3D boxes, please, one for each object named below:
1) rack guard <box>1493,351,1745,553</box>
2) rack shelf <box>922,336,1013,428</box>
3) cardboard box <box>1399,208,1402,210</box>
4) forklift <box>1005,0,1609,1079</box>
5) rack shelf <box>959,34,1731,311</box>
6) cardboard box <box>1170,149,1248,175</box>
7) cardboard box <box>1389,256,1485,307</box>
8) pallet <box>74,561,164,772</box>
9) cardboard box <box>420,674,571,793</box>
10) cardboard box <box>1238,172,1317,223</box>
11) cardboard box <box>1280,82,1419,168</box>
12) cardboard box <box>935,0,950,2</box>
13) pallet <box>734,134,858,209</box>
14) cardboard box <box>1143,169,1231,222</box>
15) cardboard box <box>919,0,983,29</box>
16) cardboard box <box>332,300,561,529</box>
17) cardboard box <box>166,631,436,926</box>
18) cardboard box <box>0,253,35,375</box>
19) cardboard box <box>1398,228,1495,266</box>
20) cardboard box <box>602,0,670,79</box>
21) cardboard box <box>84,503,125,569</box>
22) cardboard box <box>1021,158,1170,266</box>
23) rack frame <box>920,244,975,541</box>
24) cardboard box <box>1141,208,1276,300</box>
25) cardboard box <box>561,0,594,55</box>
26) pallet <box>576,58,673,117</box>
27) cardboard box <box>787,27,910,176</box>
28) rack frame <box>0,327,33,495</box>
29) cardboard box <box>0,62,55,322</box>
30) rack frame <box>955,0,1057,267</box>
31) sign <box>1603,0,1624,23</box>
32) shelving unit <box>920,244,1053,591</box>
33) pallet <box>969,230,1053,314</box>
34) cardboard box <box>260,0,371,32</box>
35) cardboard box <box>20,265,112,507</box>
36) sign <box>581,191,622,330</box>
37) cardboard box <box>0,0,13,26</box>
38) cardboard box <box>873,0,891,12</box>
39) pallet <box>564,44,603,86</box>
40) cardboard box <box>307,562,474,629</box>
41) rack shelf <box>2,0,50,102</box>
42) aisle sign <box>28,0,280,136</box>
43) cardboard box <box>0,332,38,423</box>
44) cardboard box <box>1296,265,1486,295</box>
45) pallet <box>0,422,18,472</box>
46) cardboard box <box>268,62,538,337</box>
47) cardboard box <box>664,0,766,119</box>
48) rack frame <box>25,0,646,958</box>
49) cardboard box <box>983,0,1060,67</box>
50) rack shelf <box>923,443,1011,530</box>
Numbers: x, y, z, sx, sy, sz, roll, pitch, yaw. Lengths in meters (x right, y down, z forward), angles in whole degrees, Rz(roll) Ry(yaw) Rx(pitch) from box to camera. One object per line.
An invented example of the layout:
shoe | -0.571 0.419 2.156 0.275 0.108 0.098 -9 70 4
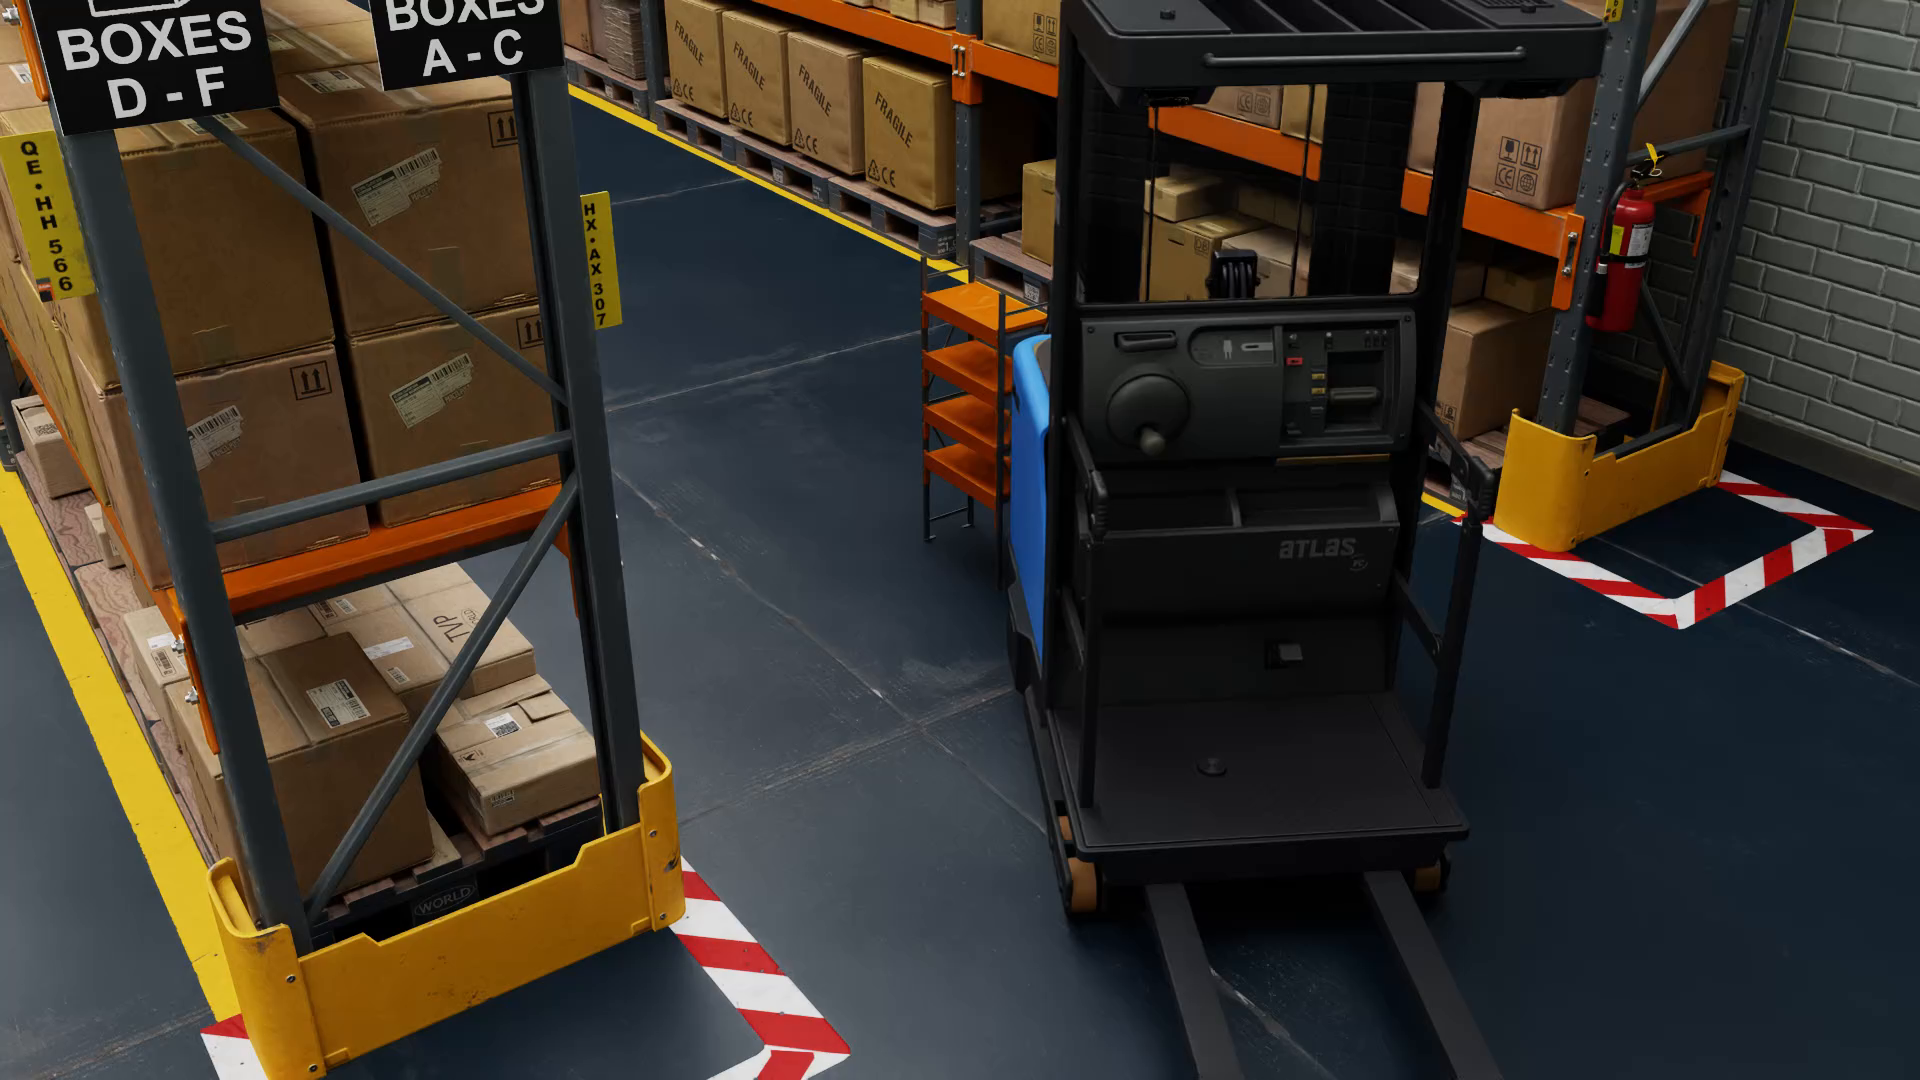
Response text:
rack guard | 2.752 -0.384 6.934 1.175 0.500 0.348 -19 34 -31
rack shelf | 0.096 -0.600 6.271 0.258 0.148 0.480 -19 34 -31
cardboard box | 1.898 -1.507 7.882 0.380 0.149 0.250 -18 33 -30
forklift | 0.817 -0.385 4.389 1.130 2.935 3.031 -2 29 -5
rack shelf | 1.578 -1.954 7.958 1.077 0.370 4.000 -19 34 -31
cardboard box | 1.306 -1.904 8.612 0.380 0.149 0.250 -20 34 -32
cardboard box | 2.027 -1.107 7.145 0.380 0.149 0.250 -19 34 -31
pallet | -2.506 0.293 5.990 1.003 0.211 1.213 -19 34 -31
cardboard box | -1.403 0.577 5.052 0.380 0.166 0.250 -19 34 -31
cardboard box | 1.602 -1.705 8.247 0.380 0.149 0.250 -19 34 -31
cardboard box | 2.003 -2.099 7.158 0.980 0.700 0.700 -19 34 -31
cardboard box | -0.056 -3.340 9.320 0.500 0.500 0.500 -19 34 -31
pallet | -0.803 -2.576 11.271 1.003 0.211 1.213 -19 34 -31
cardboard box | 1.121 -1.713 8.260 0.380 0.149 0.250 -20 34 -32
cardboard box | -0.009 -2.999 9.371 0.380 0.149 0.250 -18 34 -30
cardboard box | -1.338 -0.409 4.255 0.500 0.500 0.500 -18 33 -30
cardboard box | -1.811 0.643 4.582 0.500 0.500 0.500 -19 34 -31
cardboard box | -2.658 -0.854 5.075 0.500 0.500 0.500 -19 34 -31
cardboard box | 2.191 -1.311 7.521 0.380 0.149 0.250 -19 34 -31
cardboard box | -2.363 -3.963 13.061 0.700 0.500 0.500 -18 33 -30
cardboard box | -3.038 -0.066 6.236 0.380 0.166 0.250 -19 34 -31
cardboard box | 0.768 -1.814 9.127 0.700 0.500 0.500 -18 33 -30
rack frame | -0.046 -0.558 6.520 0.240 1.200 0.015 -19 34 -31
cardboard box | 1.352 -1.418 8.397 0.700 0.500 0.500 -18 33 -30
cardboard box | -2.878 -4.380 13.831 0.700 0.500 0.500 -19 34 -31
pallet | -2.355 -3.681 13.307 1.003 0.211 1.213 -19 34 -31
cardboard box | -0.583 -2.848 10.664 0.750 0.750 0.750 -18 33 -29
rack frame | -3.615 -1.674 6.690 1.000 3.000 0.127 -19 34 -31
cardboard box | -2.071 -0.896 4.104 0.500 0.500 0.500 -18 33 -29
rack frame | 0.417 -3.047 9.218 1.000 3.000 0.127 -19 34 -31
sign | 2.288 -1.960 5.755 0.100 0.325 0.005 -19 34 -31
shelving unit | 0.096 -0.463 6.345 0.258 1.200 0.503 -19 34 -31
pallet | 0.795 -1.505 9.299 1.003 0.211 1.213 -19 34 -31
cardboard box | -1.933 -1.245 4.747 0.500 0.500 0.500 -18 33 -30
cardboard box | -2.081 -0.463 4.354 0.500 0.500 0.500 -18 34 -30
sign | -0.853 -0.650 3.897 0.100 0.325 0.005 -19 34 -31
cardboard box | -2.674 -1.296 4.840 0.500 0.500 0.500 -18 33 -29
cardboard box | -0.288 -3.203 9.748 0.380 0.149 0.250 -18 33 -29
pallet | -3.058 -4.155 14.179 1.003 0.211 1.213 -19 34 -31
cardboard box | -1.960 0.217 5.628 0.500 0.250 0.500 -19 34 -31
rack shelf | -2.455 -1.899 4.714 1.077 0.370 4.000 -19 34 -31
aisle sign | -1.505 -1.150 3.001 0.394 0.787 0.004 -19 34 -31
cardboard box | -4.135 -0.882 7.389 0.500 0.500 0.500 -19 34 -31
cardboard box | 1.960 -1.017 7.659 0.700 0.500 0.500 -19 34 -31
pallet | -4.118 -0.755 7.919 1.003 0.211 1.213 -19 34 -31
cardboard box | -1.338 -0.848 4.016 0.500 0.500 0.500 -18 33 -29
cardboard box | -1.583 -3.520 11.901 0.750 0.750 0.750 -19 34 -31
rack frame | -1.295 -0.119 3.827 1.000 3.000 0.127 -19 34 -31
cardboard box | 0.719 -2.964 8.750 0.980 0.700 0.700 -18 33 -30
rack shelf | 0.096 -0.229 6.472 0.258 0.148 0.480 -19 34 -31
